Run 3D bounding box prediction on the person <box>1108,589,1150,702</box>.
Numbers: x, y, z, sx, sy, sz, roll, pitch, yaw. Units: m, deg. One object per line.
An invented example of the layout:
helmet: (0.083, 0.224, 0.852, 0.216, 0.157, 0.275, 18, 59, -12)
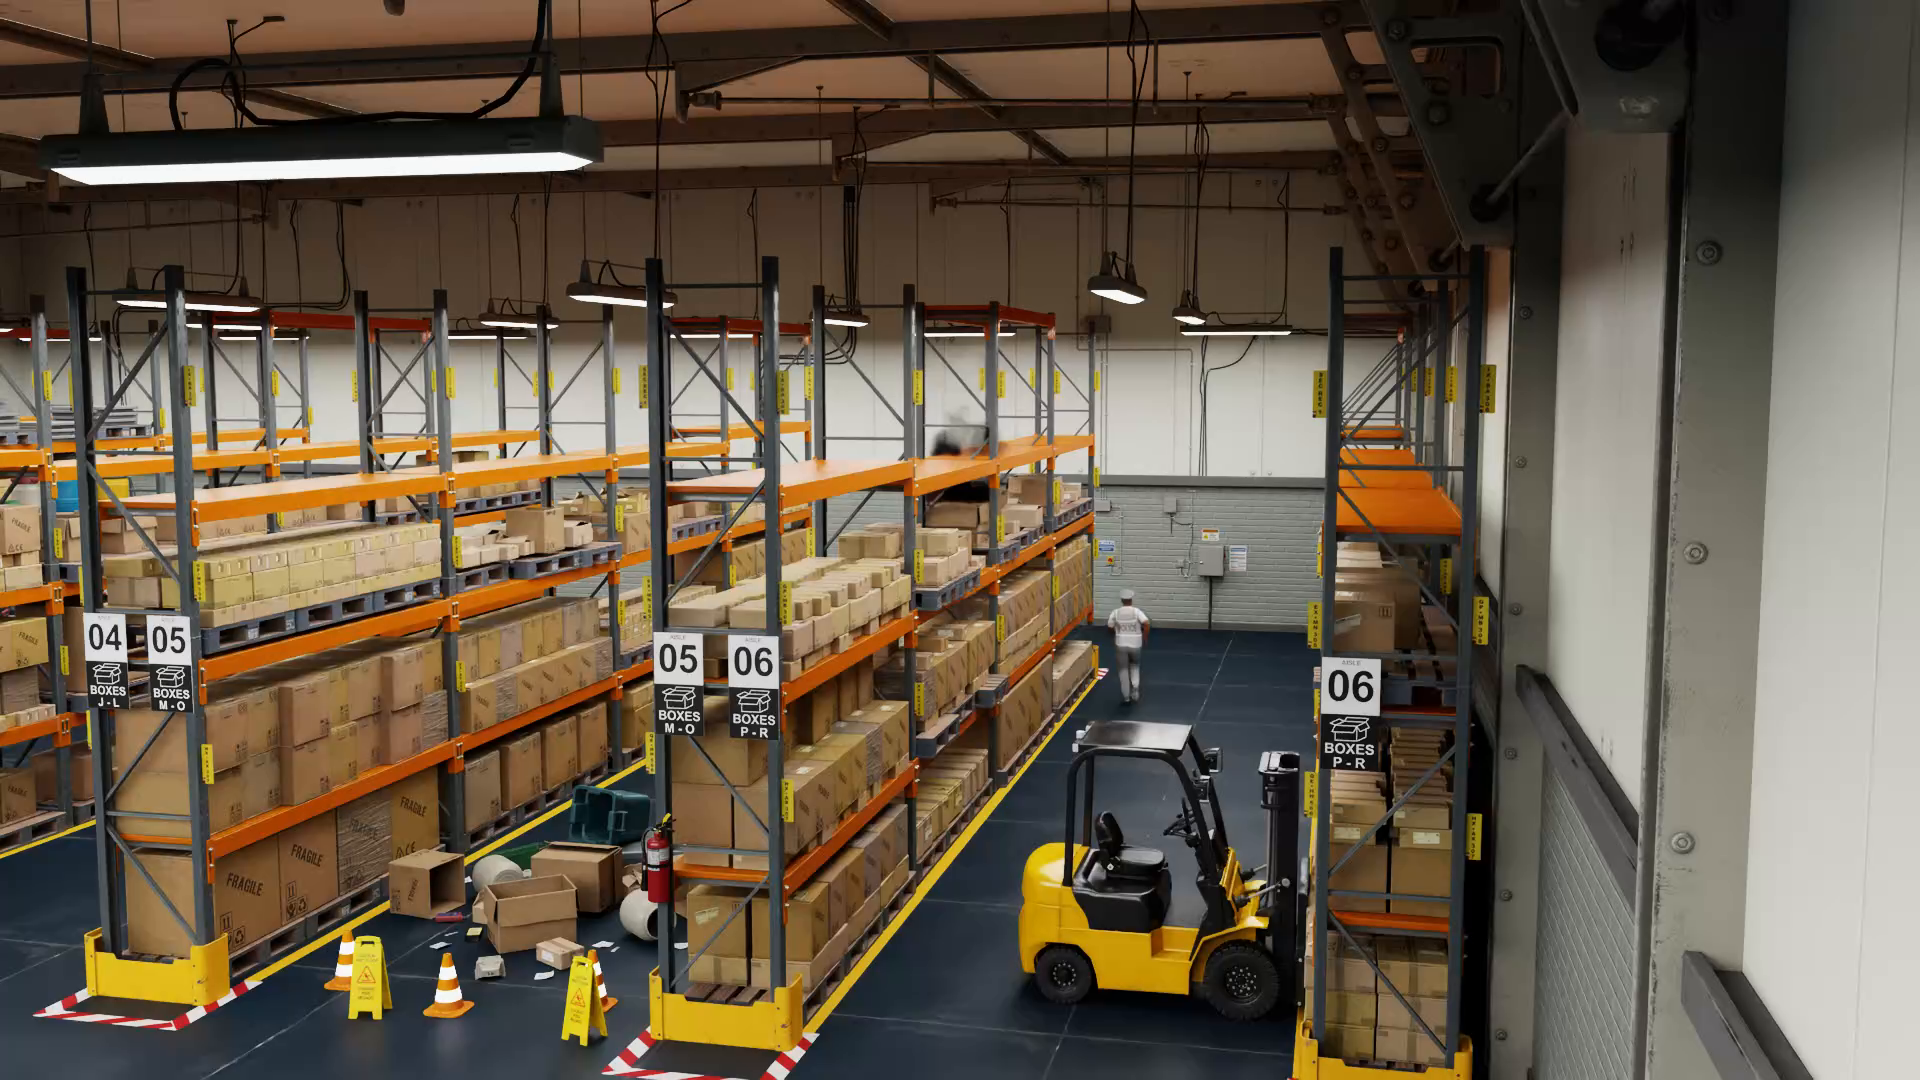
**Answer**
person: (2.640, 1.651, 26.090, 0.652, 1.773, 0.653, 0, 6, 3)
